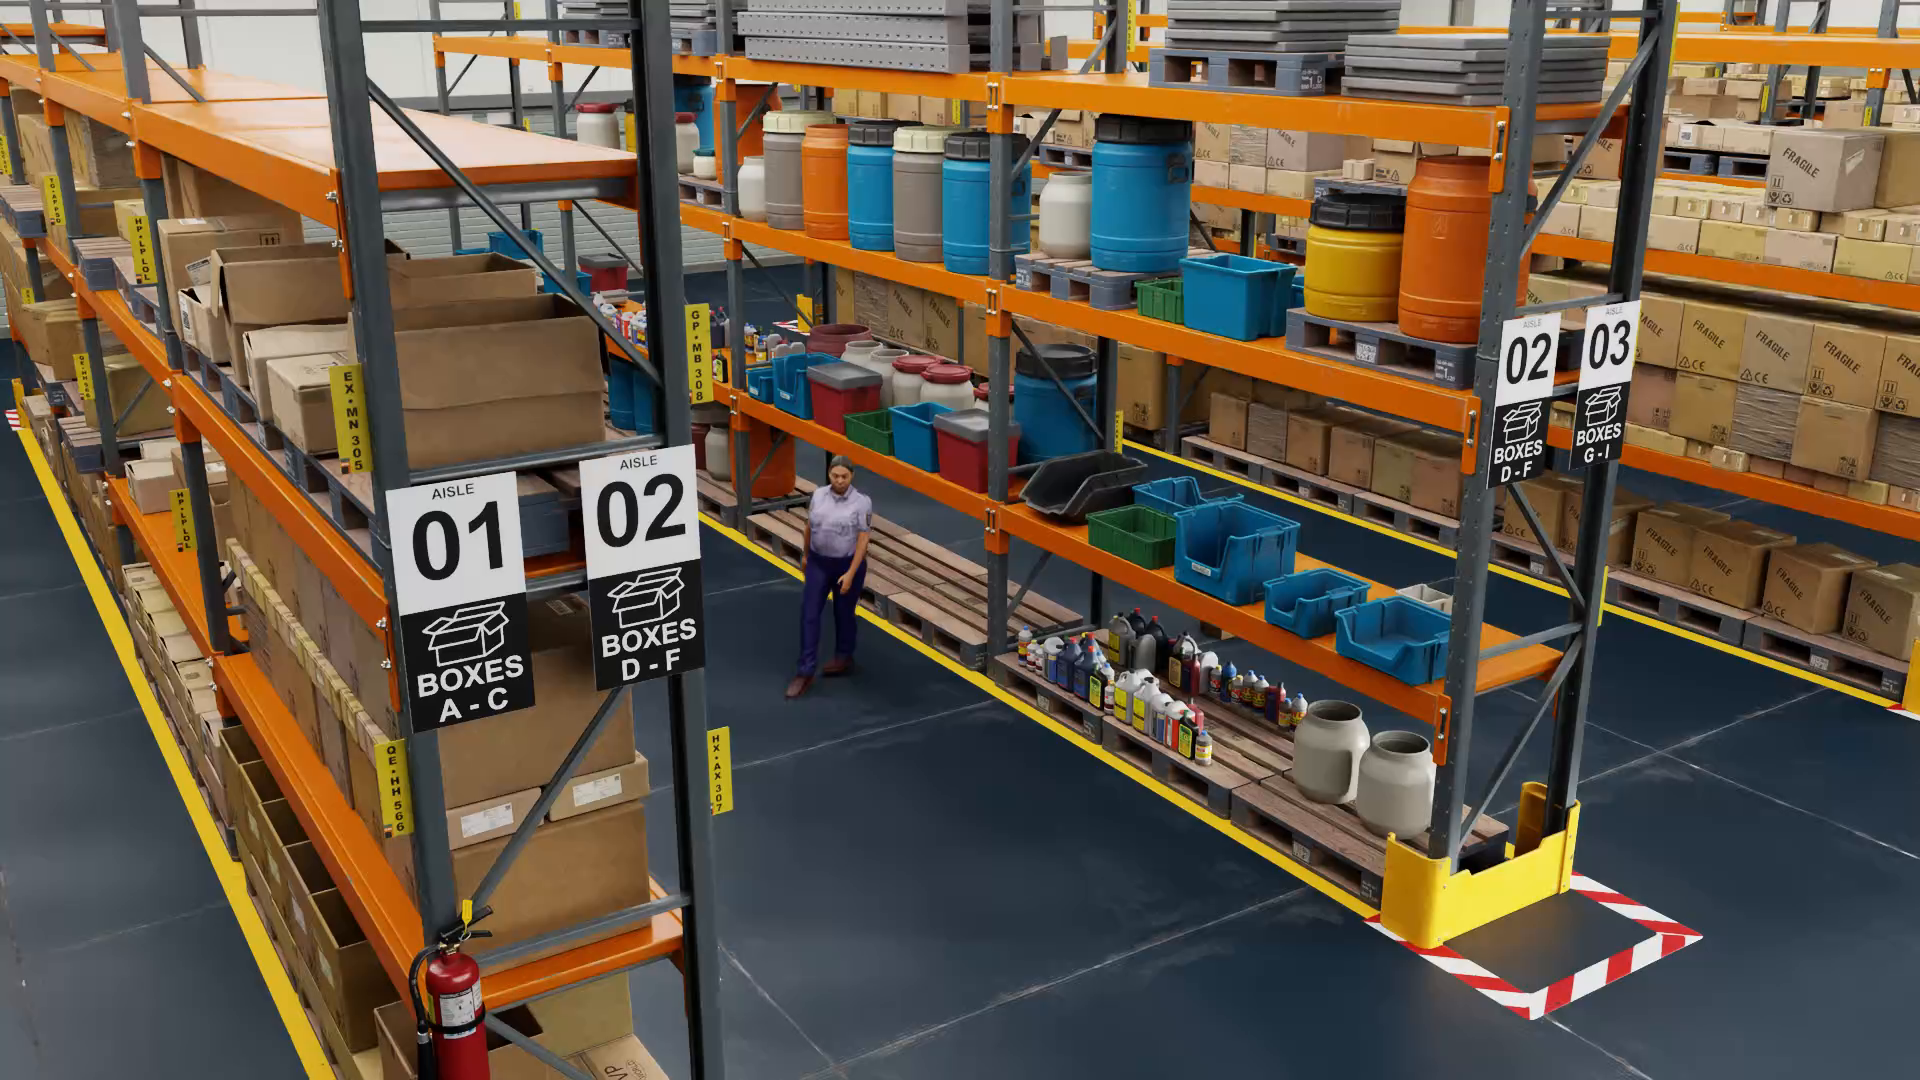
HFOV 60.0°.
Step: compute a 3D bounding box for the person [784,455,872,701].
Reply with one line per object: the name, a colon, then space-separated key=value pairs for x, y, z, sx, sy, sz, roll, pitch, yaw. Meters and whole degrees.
person: x=-0.898 y=0.234 z=11.410 sx=0.562 sy=1.636 sz=0.728 roll=5 pitch=19 yaw=13
